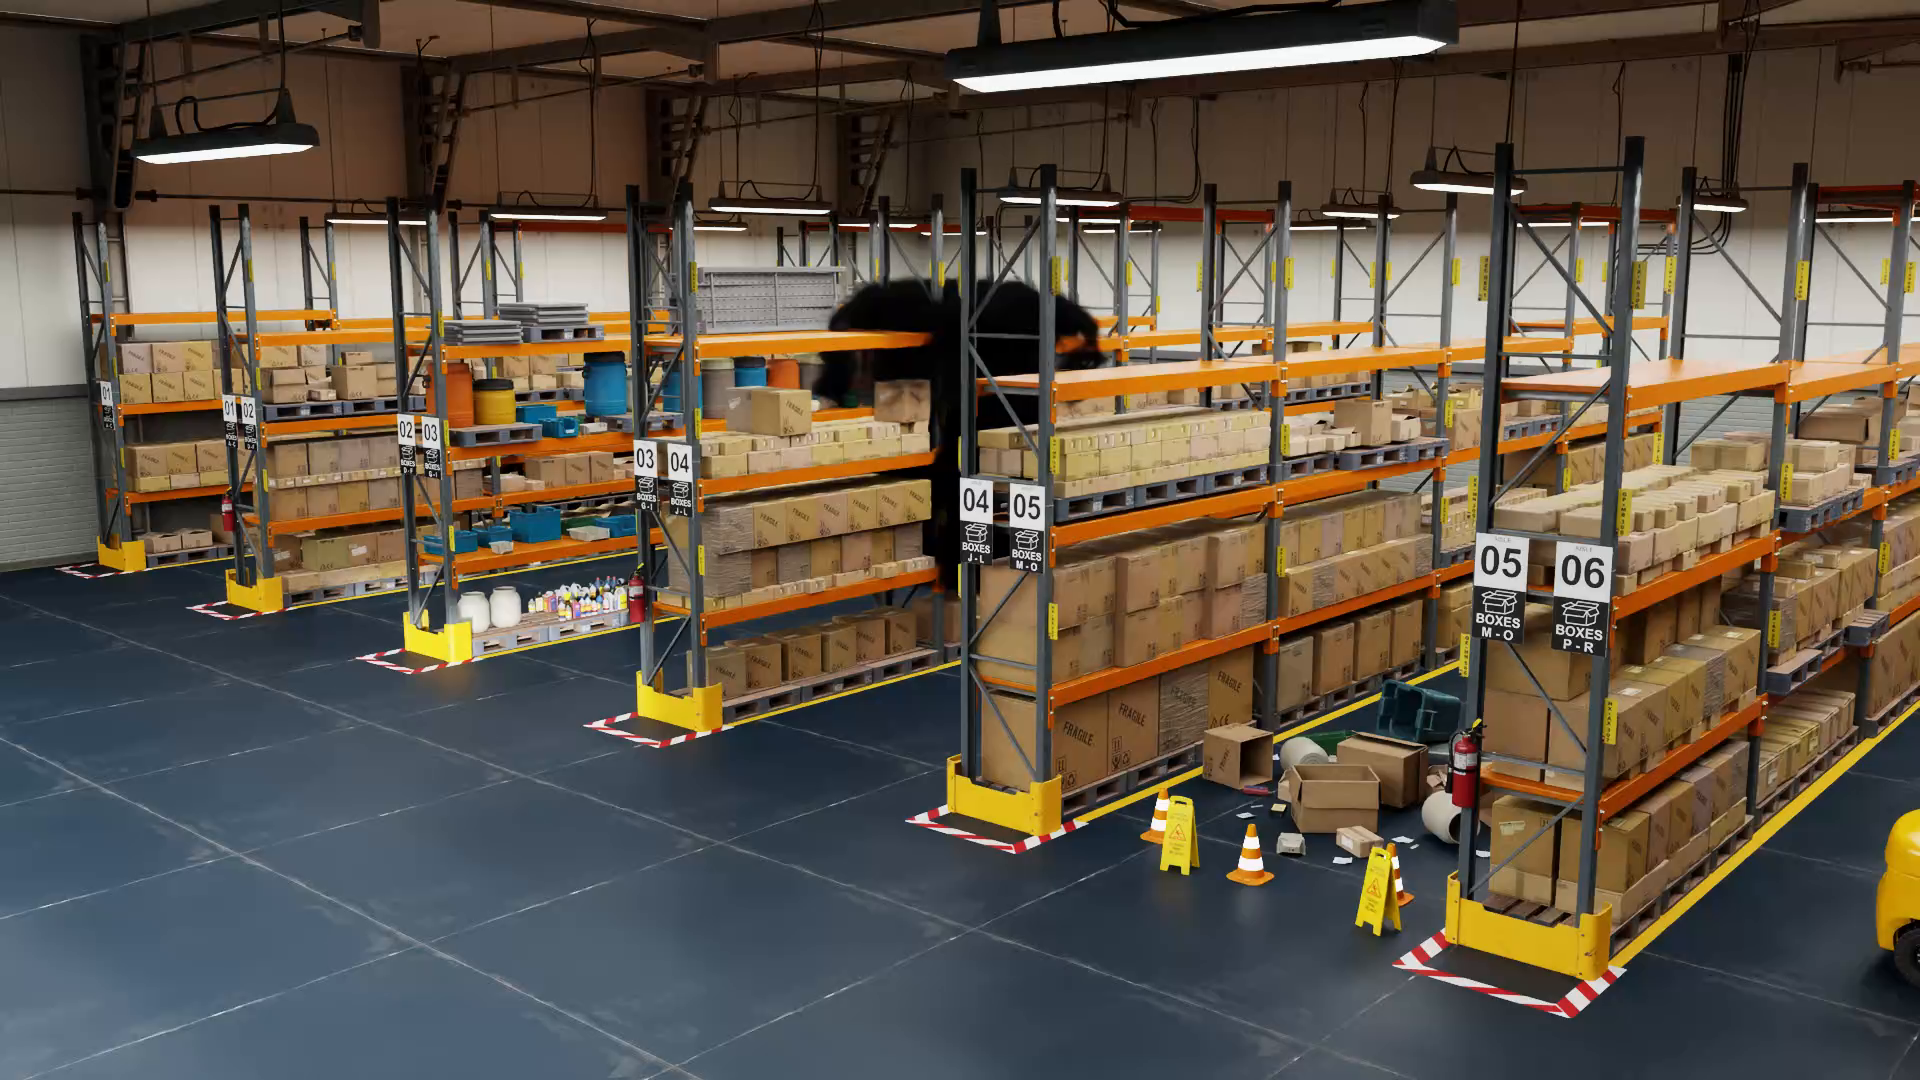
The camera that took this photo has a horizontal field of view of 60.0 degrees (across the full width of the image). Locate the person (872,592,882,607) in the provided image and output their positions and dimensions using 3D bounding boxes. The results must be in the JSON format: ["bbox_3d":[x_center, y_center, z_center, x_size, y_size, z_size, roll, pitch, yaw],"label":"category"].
[{"bbox_3d":[-1.273,0.349,24.536,0.562,1.569,0.657,7,12,35],"label":"person"}]
